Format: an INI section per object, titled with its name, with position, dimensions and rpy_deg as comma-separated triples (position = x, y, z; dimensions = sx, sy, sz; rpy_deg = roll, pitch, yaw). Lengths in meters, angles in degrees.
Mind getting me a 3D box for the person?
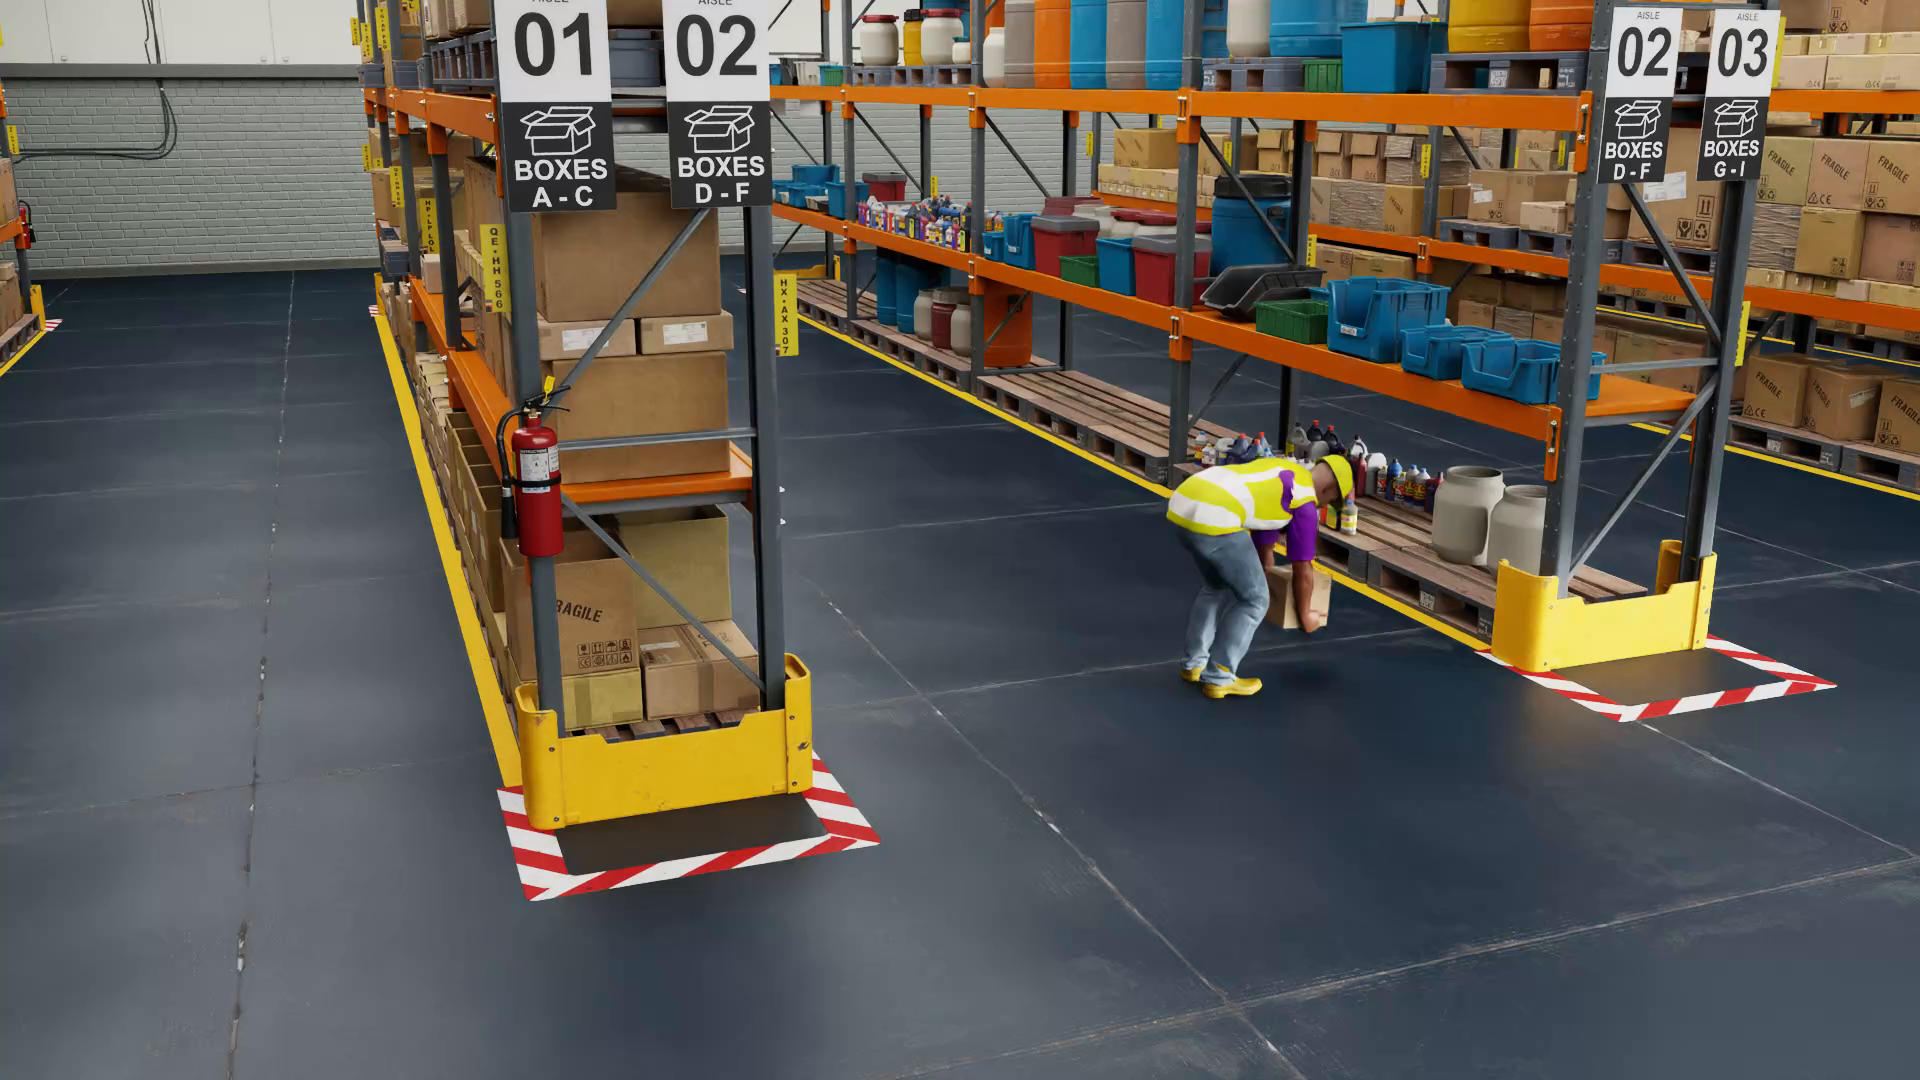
[person]
position = 1.477, 0.149, 8.147
dimensions = 0.979, 1.119, 0.477
rpy_deg = -6, 17, -22
